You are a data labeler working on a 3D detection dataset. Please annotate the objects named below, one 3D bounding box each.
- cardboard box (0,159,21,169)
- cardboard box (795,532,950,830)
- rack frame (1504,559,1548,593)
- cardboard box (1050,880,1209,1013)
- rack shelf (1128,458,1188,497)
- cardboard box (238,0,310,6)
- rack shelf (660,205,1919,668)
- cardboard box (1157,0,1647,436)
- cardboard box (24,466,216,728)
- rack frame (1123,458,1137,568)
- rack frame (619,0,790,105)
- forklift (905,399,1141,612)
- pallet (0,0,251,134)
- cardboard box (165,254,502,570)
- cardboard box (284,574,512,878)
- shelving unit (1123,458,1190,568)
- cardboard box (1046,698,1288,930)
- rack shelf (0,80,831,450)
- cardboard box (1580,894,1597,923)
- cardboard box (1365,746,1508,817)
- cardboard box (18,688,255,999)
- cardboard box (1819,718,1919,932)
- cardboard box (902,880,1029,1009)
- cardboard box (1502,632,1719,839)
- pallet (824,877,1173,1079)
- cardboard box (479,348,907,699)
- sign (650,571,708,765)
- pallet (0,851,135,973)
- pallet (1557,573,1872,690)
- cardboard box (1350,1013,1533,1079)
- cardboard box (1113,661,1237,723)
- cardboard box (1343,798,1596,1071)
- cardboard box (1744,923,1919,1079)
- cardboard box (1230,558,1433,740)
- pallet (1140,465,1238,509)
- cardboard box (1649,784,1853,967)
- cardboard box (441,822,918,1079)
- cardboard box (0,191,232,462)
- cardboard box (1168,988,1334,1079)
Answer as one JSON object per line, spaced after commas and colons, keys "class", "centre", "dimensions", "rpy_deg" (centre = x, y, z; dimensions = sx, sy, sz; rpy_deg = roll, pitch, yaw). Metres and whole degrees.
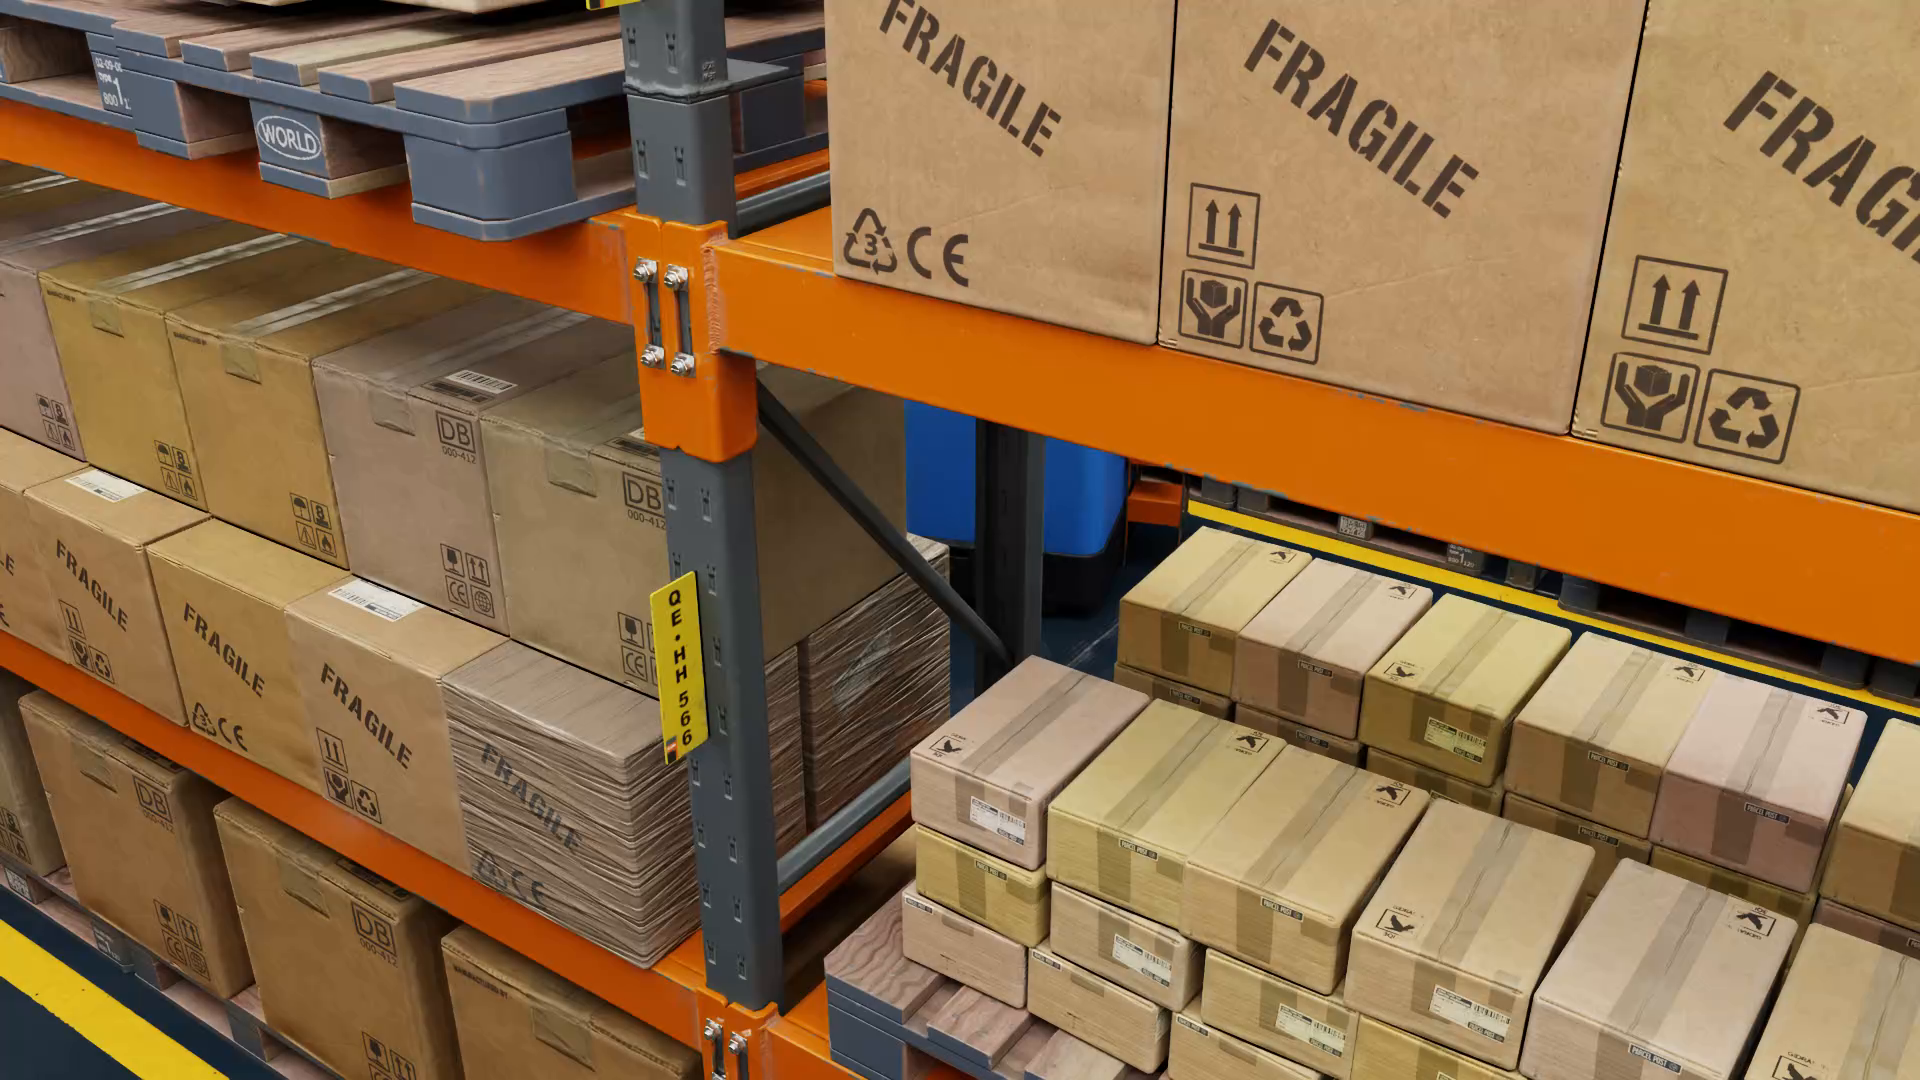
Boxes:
{"class": "cardboard box", "centre": [-3.035, -0.870, 4.940], "dimensions": [0.500, 0.500, 0.700], "rpy_deg": [17, 31, 29]}
{"class": "cardboard box", "centre": [-0.368, 0.261, 3.820], "dimensions": [0.500, 0.500, 0.500], "rpy_deg": [18, 32, 31]}
{"class": "rack frame", "centre": [2.741, -1.307, 7.010], "dimensions": [0.127, 3.000, 1.000], "rpy_deg": [17, 32, 30]}
{"class": "cardboard box", "centre": [0.359, 0.582, 2.785], "dimensions": [0.250, 0.149, 0.380], "rpy_deg": [19, 33, 33]}
{"class": "rack shelf", "centre": [0.882, -0.362, 7.326], "dimensions": [0.240, 0.259, 0.215], "rpy_deg": [7, 28, 14]}
{"class": "cardboard box", "centre": [-1.182, -1.163, 2.947], "dimensions": [0.500, 0.311, 0.500], "rpy_deg": [17, 32, 30]}
{"class": "rack shelf", "centre": [1.498, 0.019, 1.891], "dimensions": [4.000, 0.370, 1.077], "rpy_deg": [17, 32, 30]}
{"class": "cardboard box", "centre": [0.586, -0.488, 1.984], "dimensions": [0.500, 0.500, 0.500], "rpy_deg": [17, 32, 30]}
{"class": "cardboard box", "centre": [-1.921, 0.075, 4.186], "dimensions": [0.500, 0.500, 0.500], "rpy_deg": [18, 32, 31]}
{"class": "rack frame", "centre": [0.765, -0.386, 7.351], "dimensions": [0.008, 1.050, 0.200], "rpy_deg": [7, 28, 14]}
{"class": "rack frame", "centre": [-0.150, -2.152, 2.057], "dimensions": [0.127, 3.000, 1.000], "rpy_deg": [17, 32, 30]}
{"class": "forklift", "centre": [-0.734, -1.358, 7.187], "dimensions": [3.031, 2.935, 1.130], "rpy_deg": [7, 28, 14]}
{"class": "pallet", "centre": [-1.635, -1.163, 3.628], "dimensions": [1.213, 0.211, 1.003], "rpy_deg": [19, 33, 33]}
{"class": "cardboard box", "centre": [-1.357, -0.348, 3.914], "dimensions": [0.500, 0.500, 0.700], "rpy_deg": [17, 31, 30]}
{"class": "cardboard box", "centre": [-1.084, 0.333, 3.678], "dimensions": [0.500, 0.500, 0.500], "rpy_deg": [17, 32, 30]}
{"class": "shelving unit", "centre": [0.882, -0.371, 7.322], "dimensions": [0.252, 1.050, 0.215], "rpy_deg": [7, 28, 14]}
{"class": "cardboard box", "centre": [0.344, 0.440, 2.735], "dimensions": [0.250, 0.149, 0.380], "rpy_deg": [16, 31, 29]}
{"class": "rack shelf", "centre": [-1.799, -1.008, 3.910], "dimensions": [4.000, 0.370, 1.077], "rpy_deg": [17, 32, 30]}
{"class": "cardboard box", "centre": [1.136, 0.597, 3.084], "dimensions": [0.250, 0.149, 0.380], "rpy_deg": [17, 31, 30]}
{"class": "cardboard box", "centre": [0.954, 0.405, 3.133], "dimensions": [0.250, 0.149, 0.380], "rpy_deg": [18, 32, 31]}
{"class": "cardboard box", "centre": [-2.092, 0.685, 5.114], "dimensions": [0.750, 0.750, 1.050], "rpy_deg": [17, 32, 30]}
{"class": "cardboard box", "centre": [1.578, 0.469, 2.680], "dimensions": [0.250, 0.149, 0.380], "rpy_deg": [19, 33, 33]}
{"class": "cardboard box", "centre": [0.104, 0.637, 3.005], "dimensions": [0.250, 0.149, 0.380], "rpy_deg": [17, 31, 30]}
{"class": "cardboard box", "centre": [1.157, 0.336, 2.941], "dimensions": [0.250, 0.149, 0.380], "rpy_deg": [18, 32, 32]}
{"class": "pallet", "centre": [0.497, 0.750, 3.180], "dimensions": [1.003, 0.211, 1.213], "rpy_deg": [17, 32, 30]}
{"class": "cardboard box", "centre": [-0.515, -0.087, 3.402], "dimensions": [0.500, 0.500, 0.700], "rpy_deg": [17, 32, 30]}
{"class": "sign", "centre": [-0.462, 0.214, 2.746], "dimensions": [0.005, 0.325, 0.100], "rpy_deg": [17, 32, 30]}
{"class": "pallet", "centre": [-2.769, 0.907, 5.734], "dimensions": [1.213, 0.211, 1.003], "rpy_deg": [17, 32, 30]}
{"class": "pallet", "centre": [3.348, 0.167, 7.190], "dimensions": [1.213, 0.211, 1.003], "rpy_deg": [17, 32, 30]}
{"class": "cardboard box", "centre": [0.789, 0.714, 2.526], "dimensions": [0.250, 0.149, 0.380], "rpy_deg": [17, 32, 31]}
{"class": "cardboard box", "centre": [0.515, 0.271, 3.397], "dimensions": [0.250, 0.149, 0.380], "rpy_deg": [18, 32, 31]}
{"class": "cardboard box", "centre": [0.761, 0.573, 2.474], "dimensions": [0.250, 0.149, 0.380], "rpy_deg": [16, 31, 28]}
{"class": "cardboard box", "centre": [1.205, 0.709, 2.207], "dimensions": [0.250, 0.149, 0.380], "rpy_deg": [18, 32, 32]}
{"class": "cardboard box", "centre": [0.719, 0.201, 3.206], "dimensions": [0.250, 0.149, 0.380], "rpy_deg": [17, 31, 30]}
{"class": "pallet", "centre": [1.096, -0.579, 8.654], "dimensions": [1.213, 0.211, 1.003], "rpy_deg": [17, 32, 30]}
{"class": "cardboard box", "centre": [1.364, 0.534, 2.879], "dimensions": [0.250, 0.149, 0.380], "rpy_deg": [17, 32, 30]}
{"class": "cardboard box", "centre": [-0.601, 1.147, 4.206], "dimensions": [0.750, 0.750, 1.050], "rpy_deg": [17, 31, 30]}
{"class": "cardboard box", "centre": [-2.194, -0.609, 4.427], "dimensions": [0.500, 0.500, 0.700], "rpy_deg": [18, 32, 31]}
{"class": "cardboard box", "centre": [0.548, 0.775, 2.734], "dimensions": [0.250, 0.149, 0.380], "rpy_deg": [19, 33, 33]}
